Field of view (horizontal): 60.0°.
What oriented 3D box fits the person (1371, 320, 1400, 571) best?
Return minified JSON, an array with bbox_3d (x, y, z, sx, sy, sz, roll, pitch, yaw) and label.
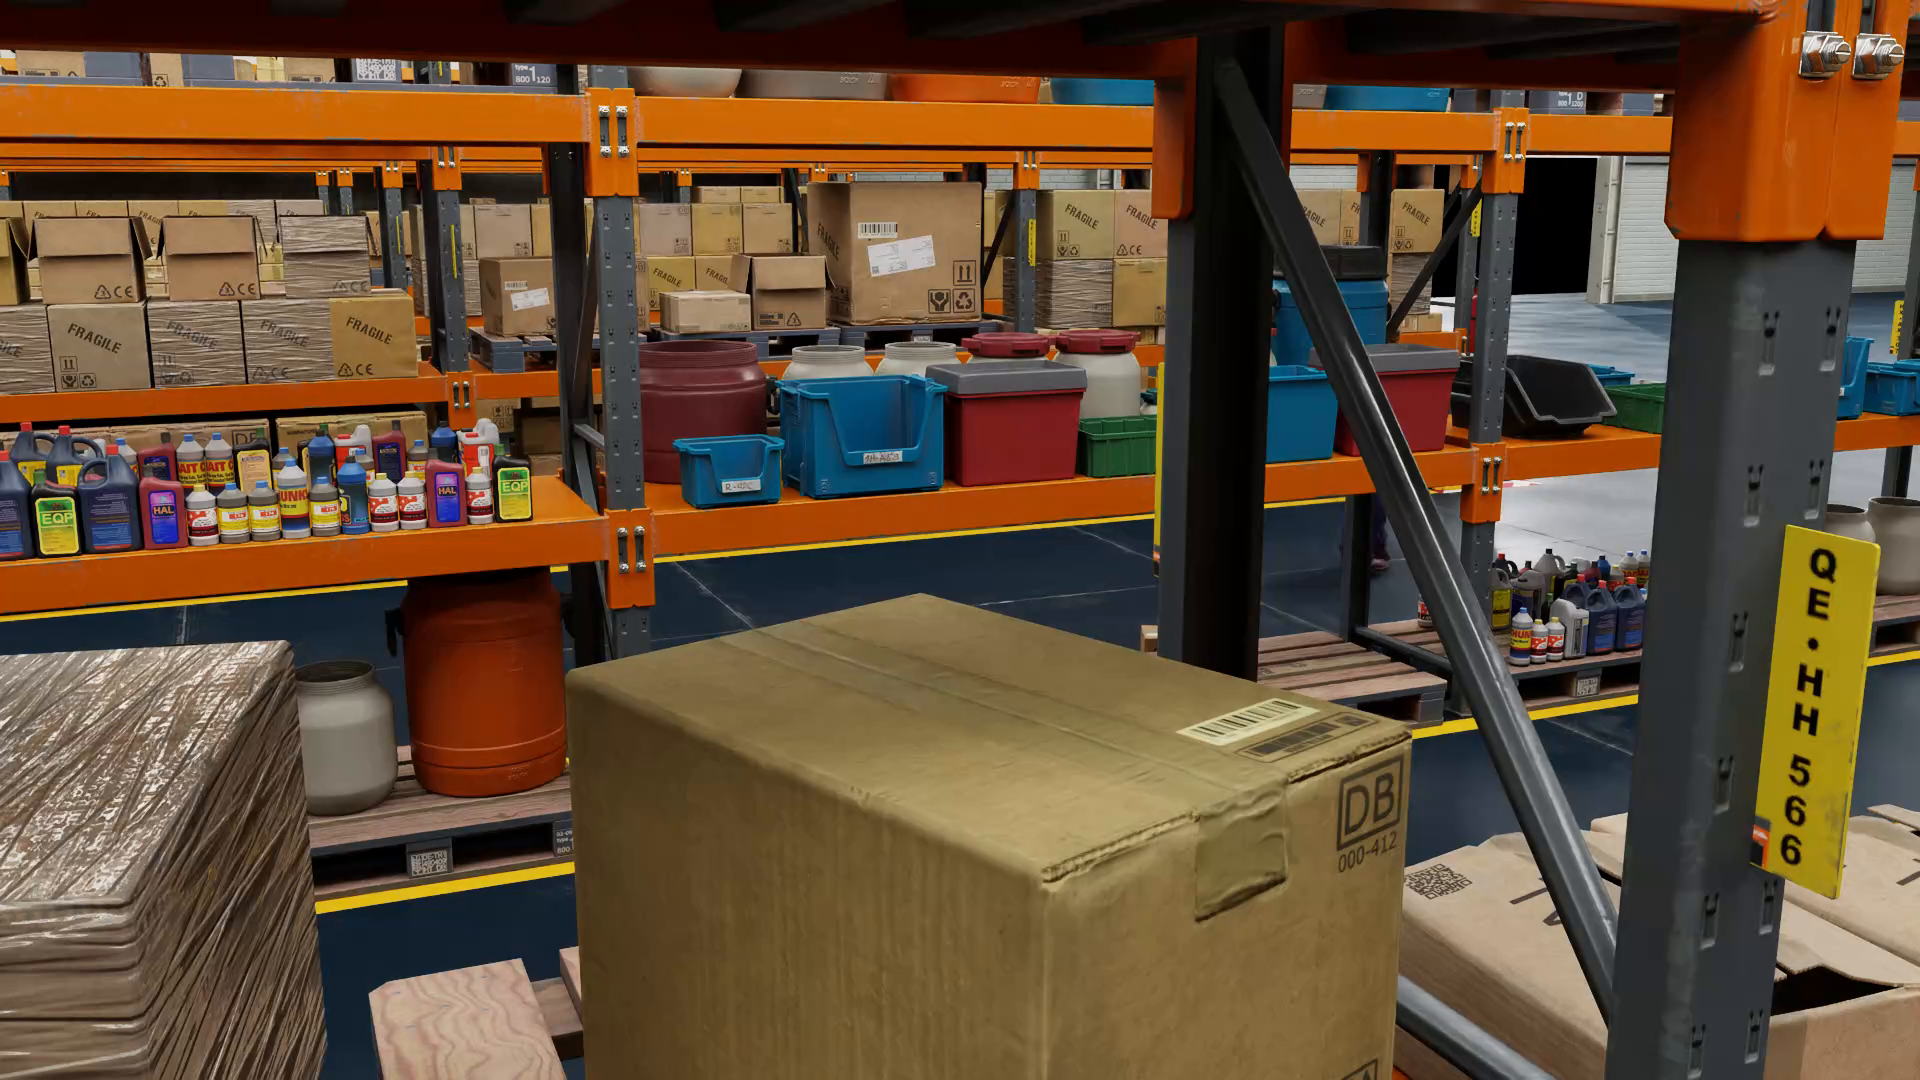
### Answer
[{"bbox_3d":[2.785,-0.598,10.830,0.718,1.691,0.498,-11,17,-42],"label":"person"}]
